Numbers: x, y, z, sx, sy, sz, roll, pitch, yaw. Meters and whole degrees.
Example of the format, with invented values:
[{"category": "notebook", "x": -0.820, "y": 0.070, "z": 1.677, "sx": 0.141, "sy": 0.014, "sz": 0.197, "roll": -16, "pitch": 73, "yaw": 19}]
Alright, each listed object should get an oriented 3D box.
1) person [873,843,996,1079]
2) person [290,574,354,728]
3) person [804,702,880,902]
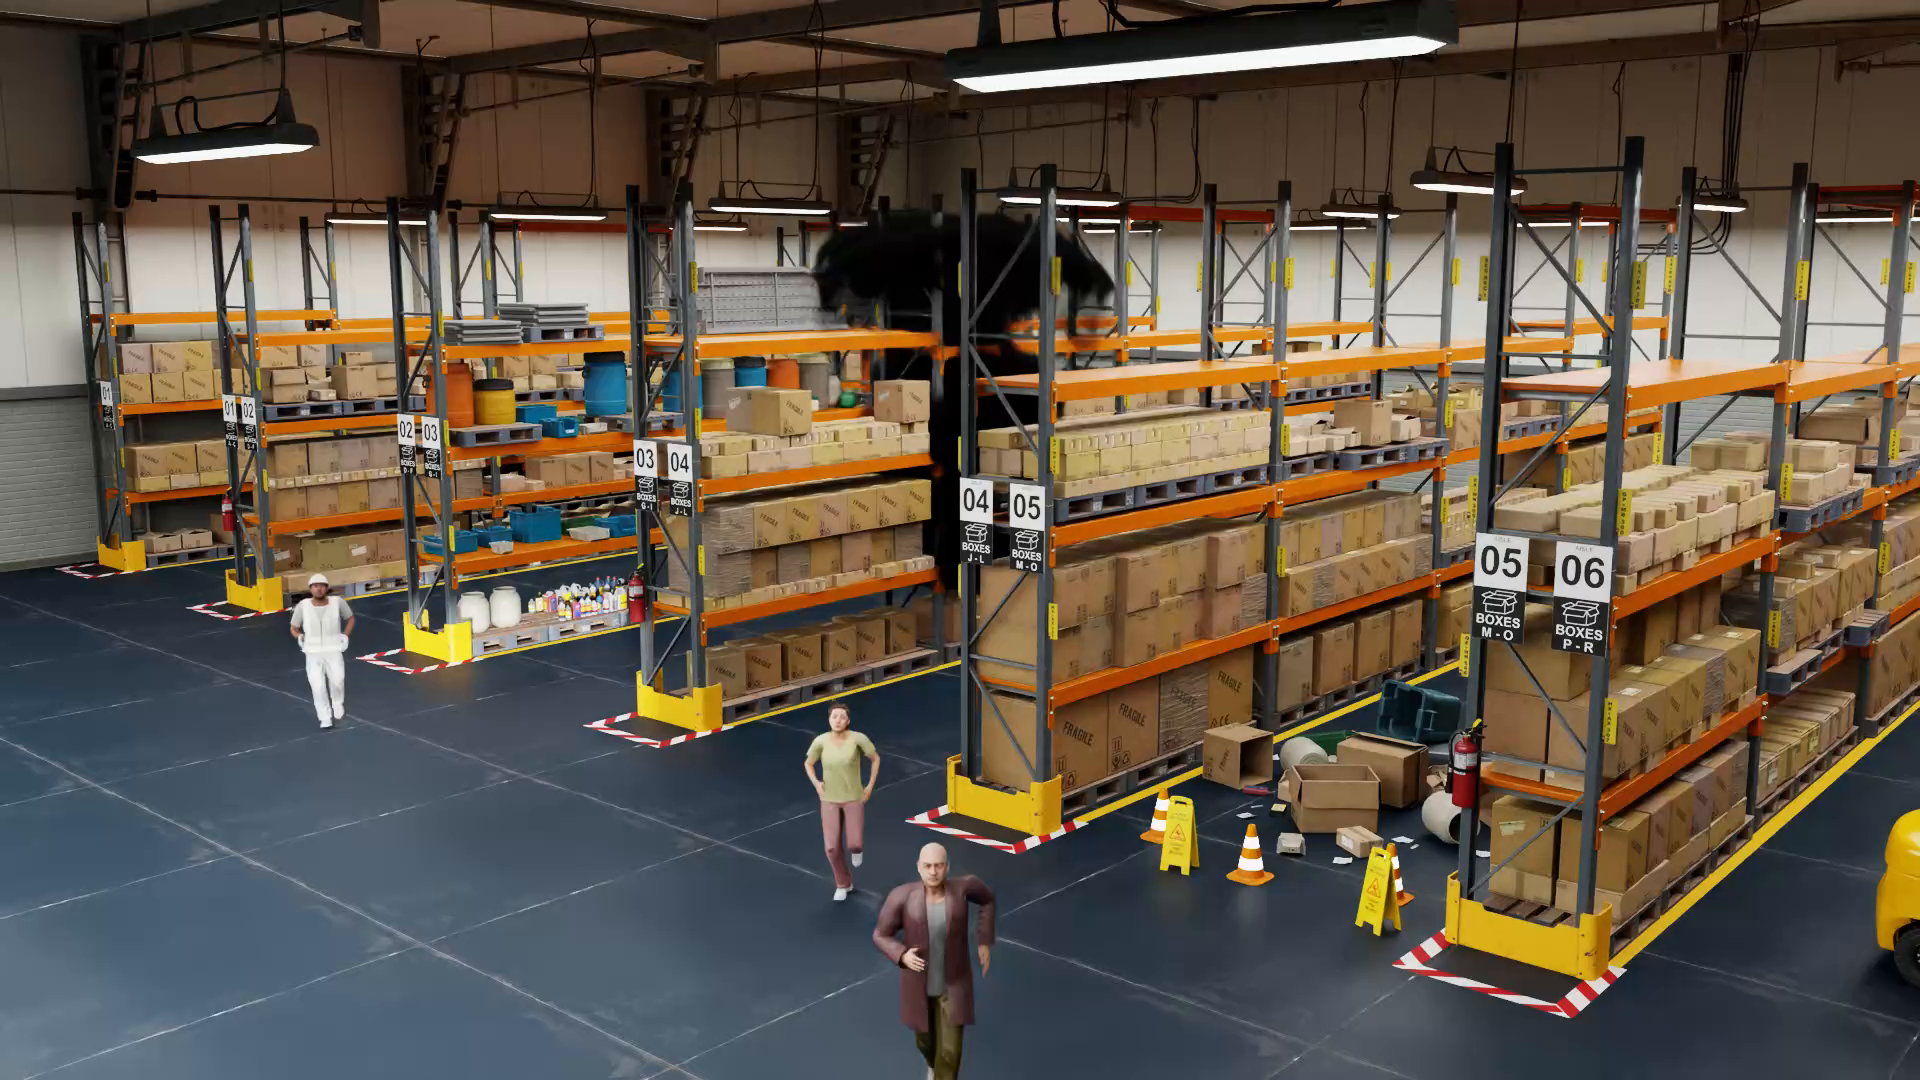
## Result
[{"category": "person", "x": -0.148, "y": 2.687, "z": 9.963, "sx": 0.738, "sy": 1.840, "sz": 0.971, "roll": 0, "pitch": 9, "yaw": 0}, {"category": "person", "x": -7.102, "y": 1.242, "z": 18.556, "sx": 0.674, "sy": 1.735, "sz": 0.605, "roll": -3, "pitch": 10, "yaw": -19}, {"category": "person", "x": -0.970, "y": 2.138, "z": 13.674, "sx": 0.620, "sy": 1.613, "sz": 0.516, "roll": 0, "pitch": 9, "yaw": 0}]
